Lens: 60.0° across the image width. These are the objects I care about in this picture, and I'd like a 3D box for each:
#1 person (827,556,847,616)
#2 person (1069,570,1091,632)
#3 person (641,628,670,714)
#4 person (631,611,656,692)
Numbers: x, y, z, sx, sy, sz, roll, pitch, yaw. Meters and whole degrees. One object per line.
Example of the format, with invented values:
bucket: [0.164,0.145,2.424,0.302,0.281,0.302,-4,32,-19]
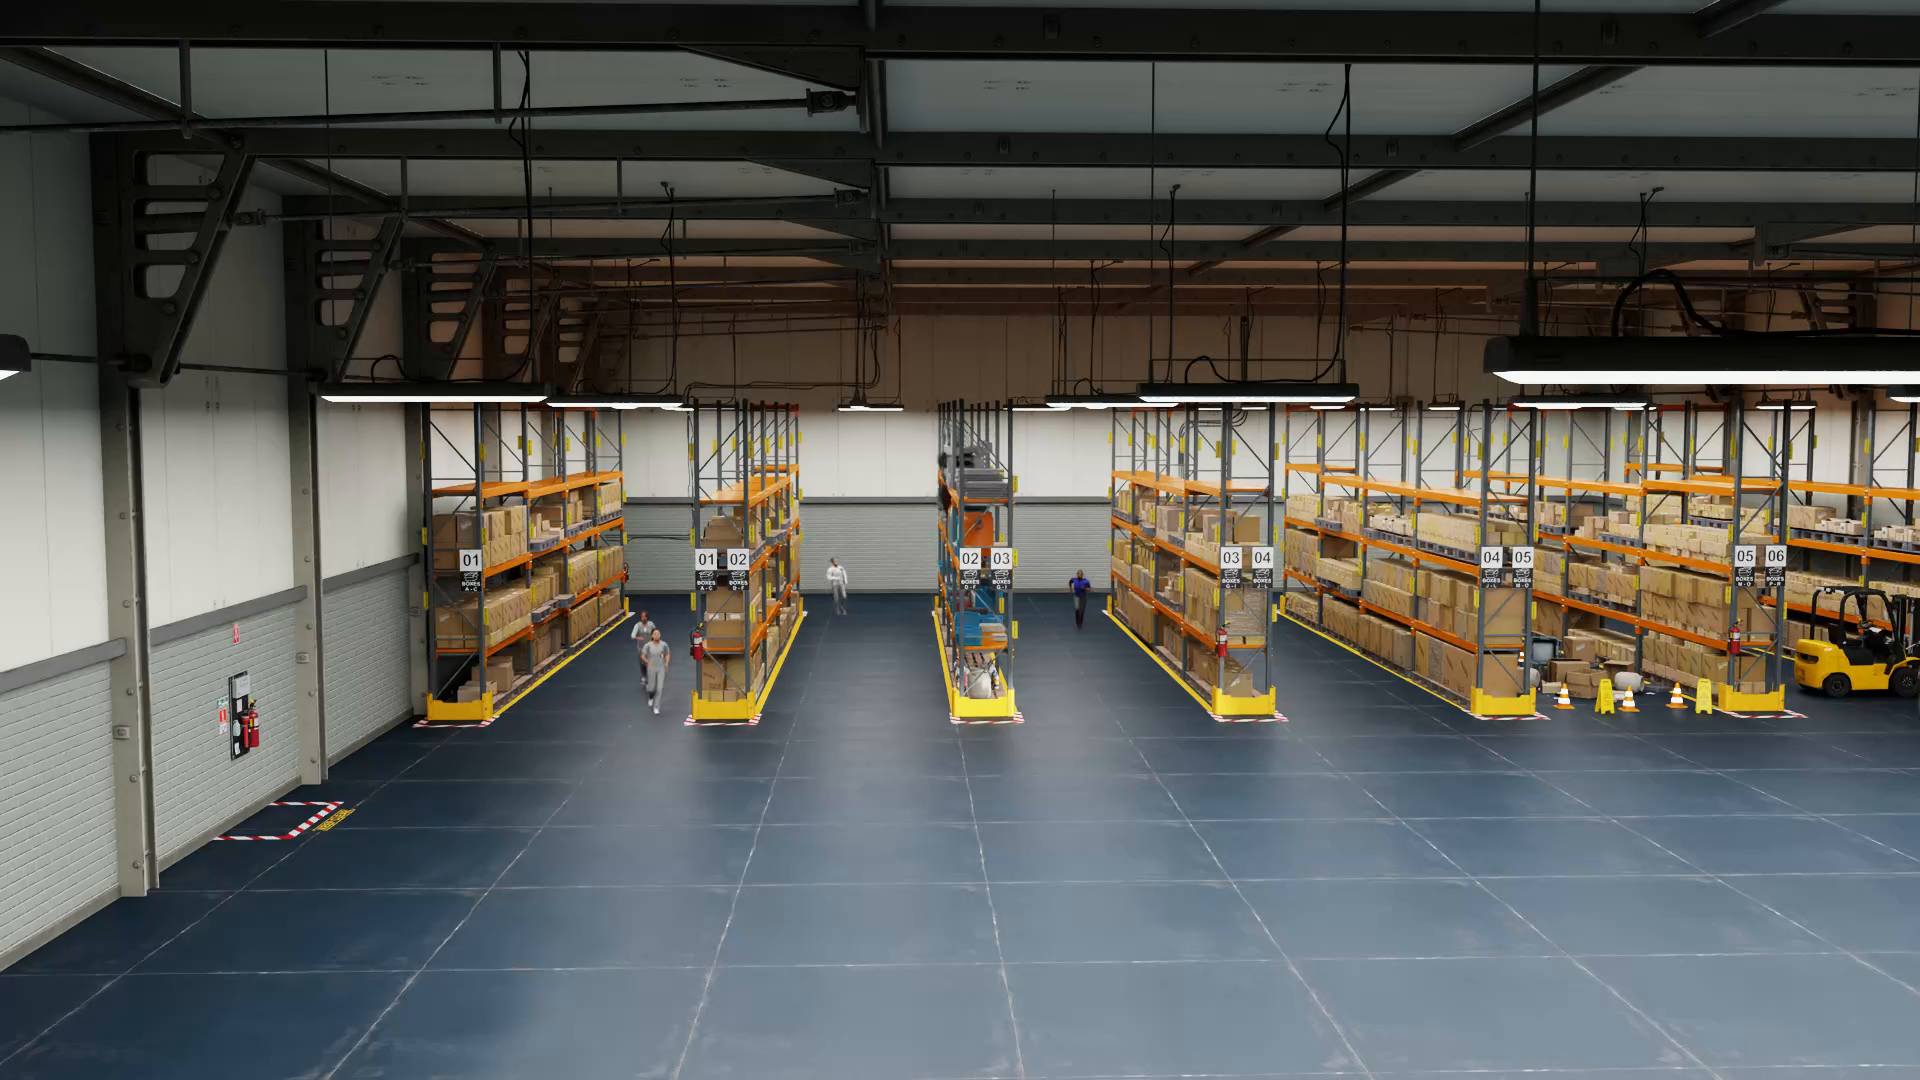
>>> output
person: [-3.489,1.324,47.156,0.610,1.731,0.628,-1,5,-17]
person: [3.170,1.594,43.905,0.569,1.623,0.890,0,4,1]
person: [-5.818,2.489,31.854,0.557,1.626,0.636,-1,5,-18]
person: [-6.548,2.282,34.552,0.551,1.629,0.818,-1,4,-10]
